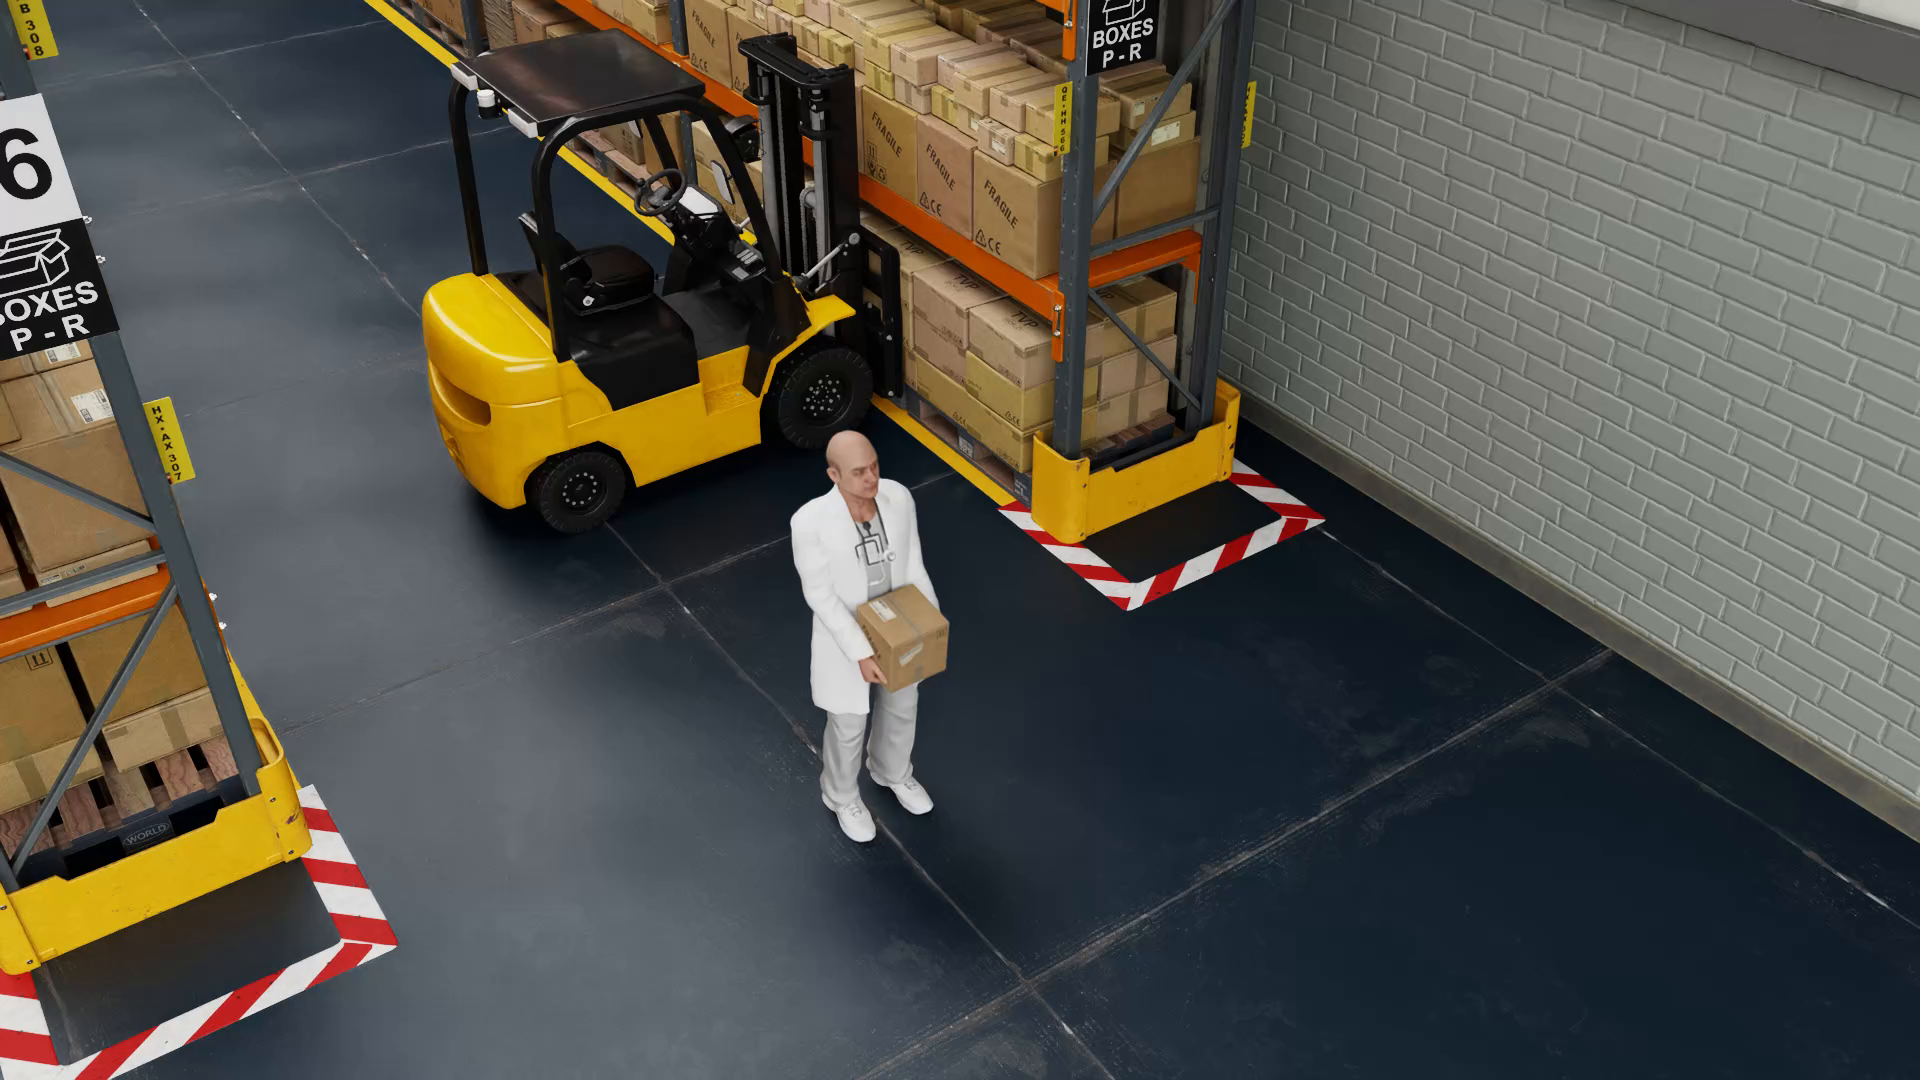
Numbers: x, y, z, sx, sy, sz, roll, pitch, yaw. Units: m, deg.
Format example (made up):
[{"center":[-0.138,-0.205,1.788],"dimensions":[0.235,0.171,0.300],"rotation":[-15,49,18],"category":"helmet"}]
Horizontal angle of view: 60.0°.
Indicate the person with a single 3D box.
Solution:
[{"center":[-0.312,0.424,6.435],"dimensions":[0.529,1.769,0.563],"rotation":[-22,41,-27],"category":"person"}]
